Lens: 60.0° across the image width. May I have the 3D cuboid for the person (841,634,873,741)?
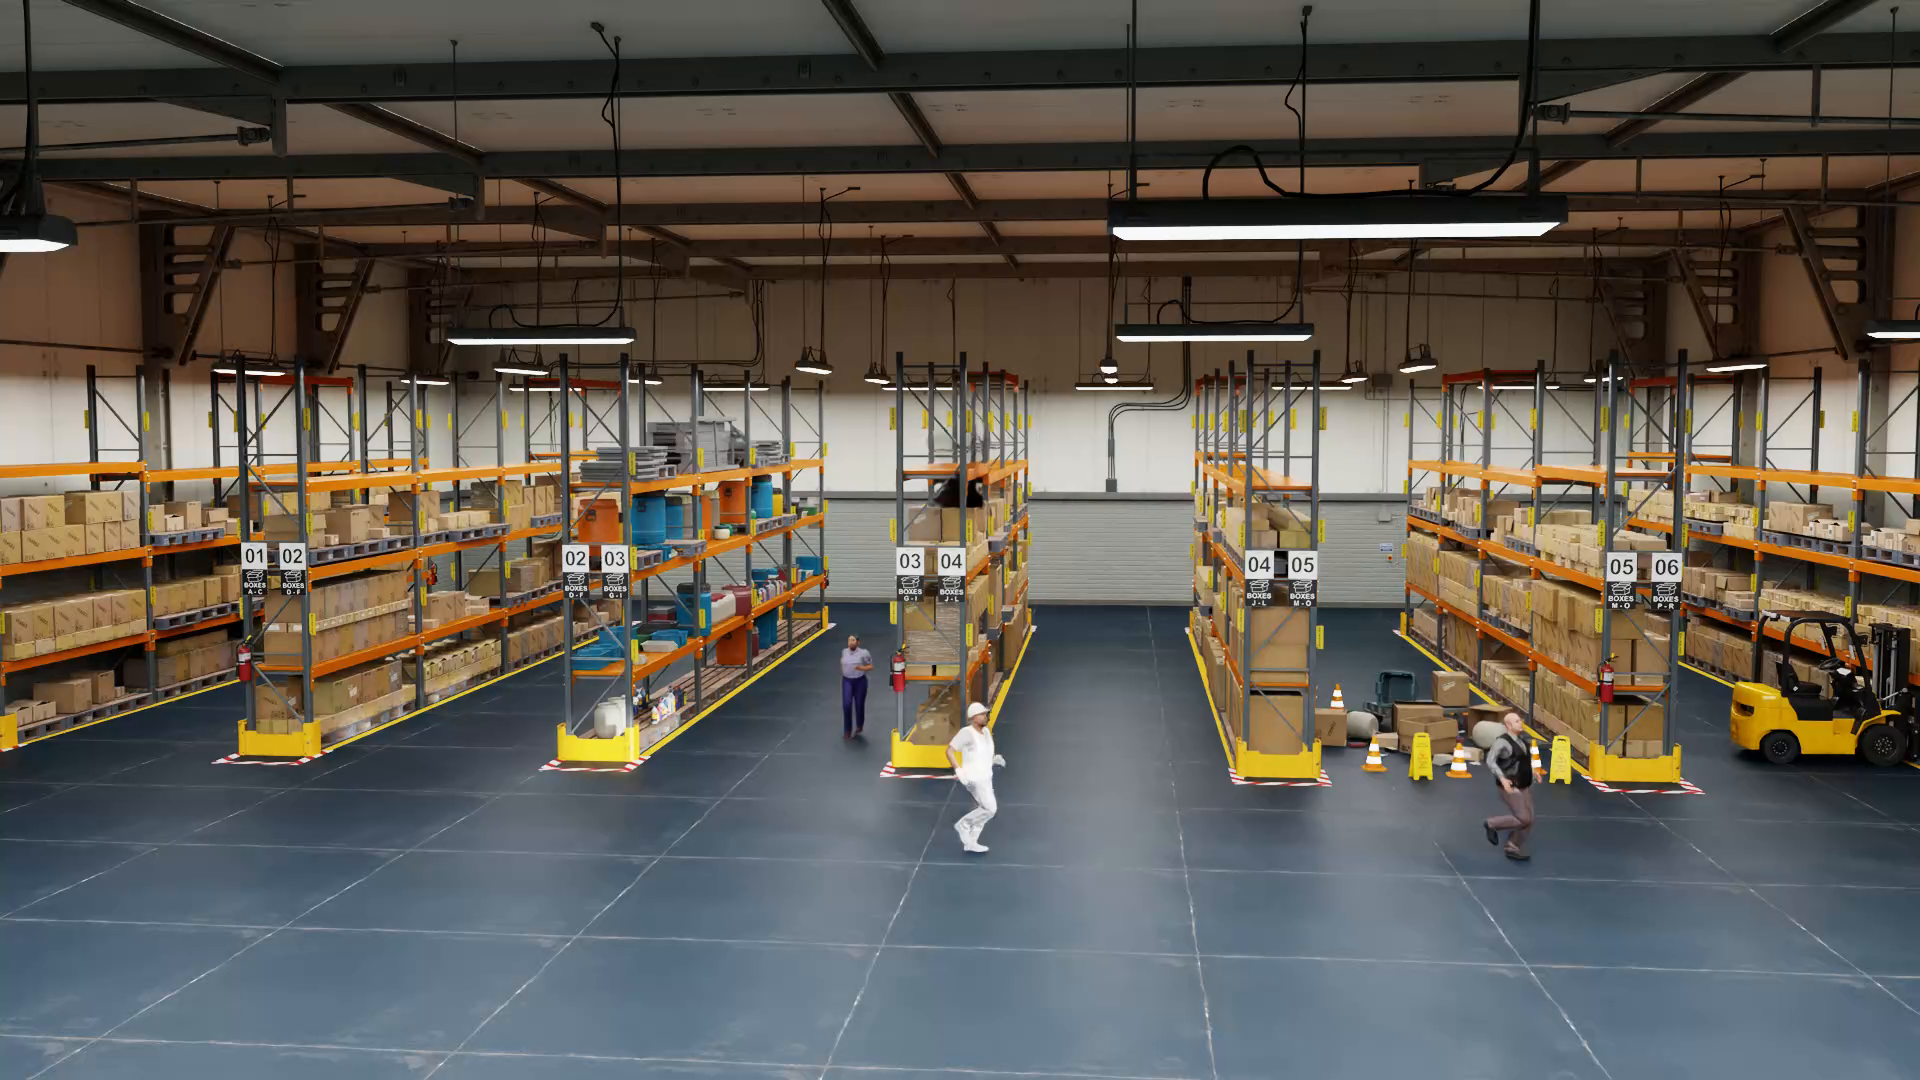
[{"bbox_3d":[-1.641,2.331,26.330,0.574,1.719,0.754,0,4,7],"label":"person"}]

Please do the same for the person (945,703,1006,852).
[{"bbox_3d":[0.238,2.761,19.277,0.590,1.744,0.692,2,5,27],"label":"person"}]

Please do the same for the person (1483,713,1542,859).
[{"bbox_3d":[6.349,2.821,19.084,0.673,1.676,0.573,-3,5,-40],"label":"person"}]
